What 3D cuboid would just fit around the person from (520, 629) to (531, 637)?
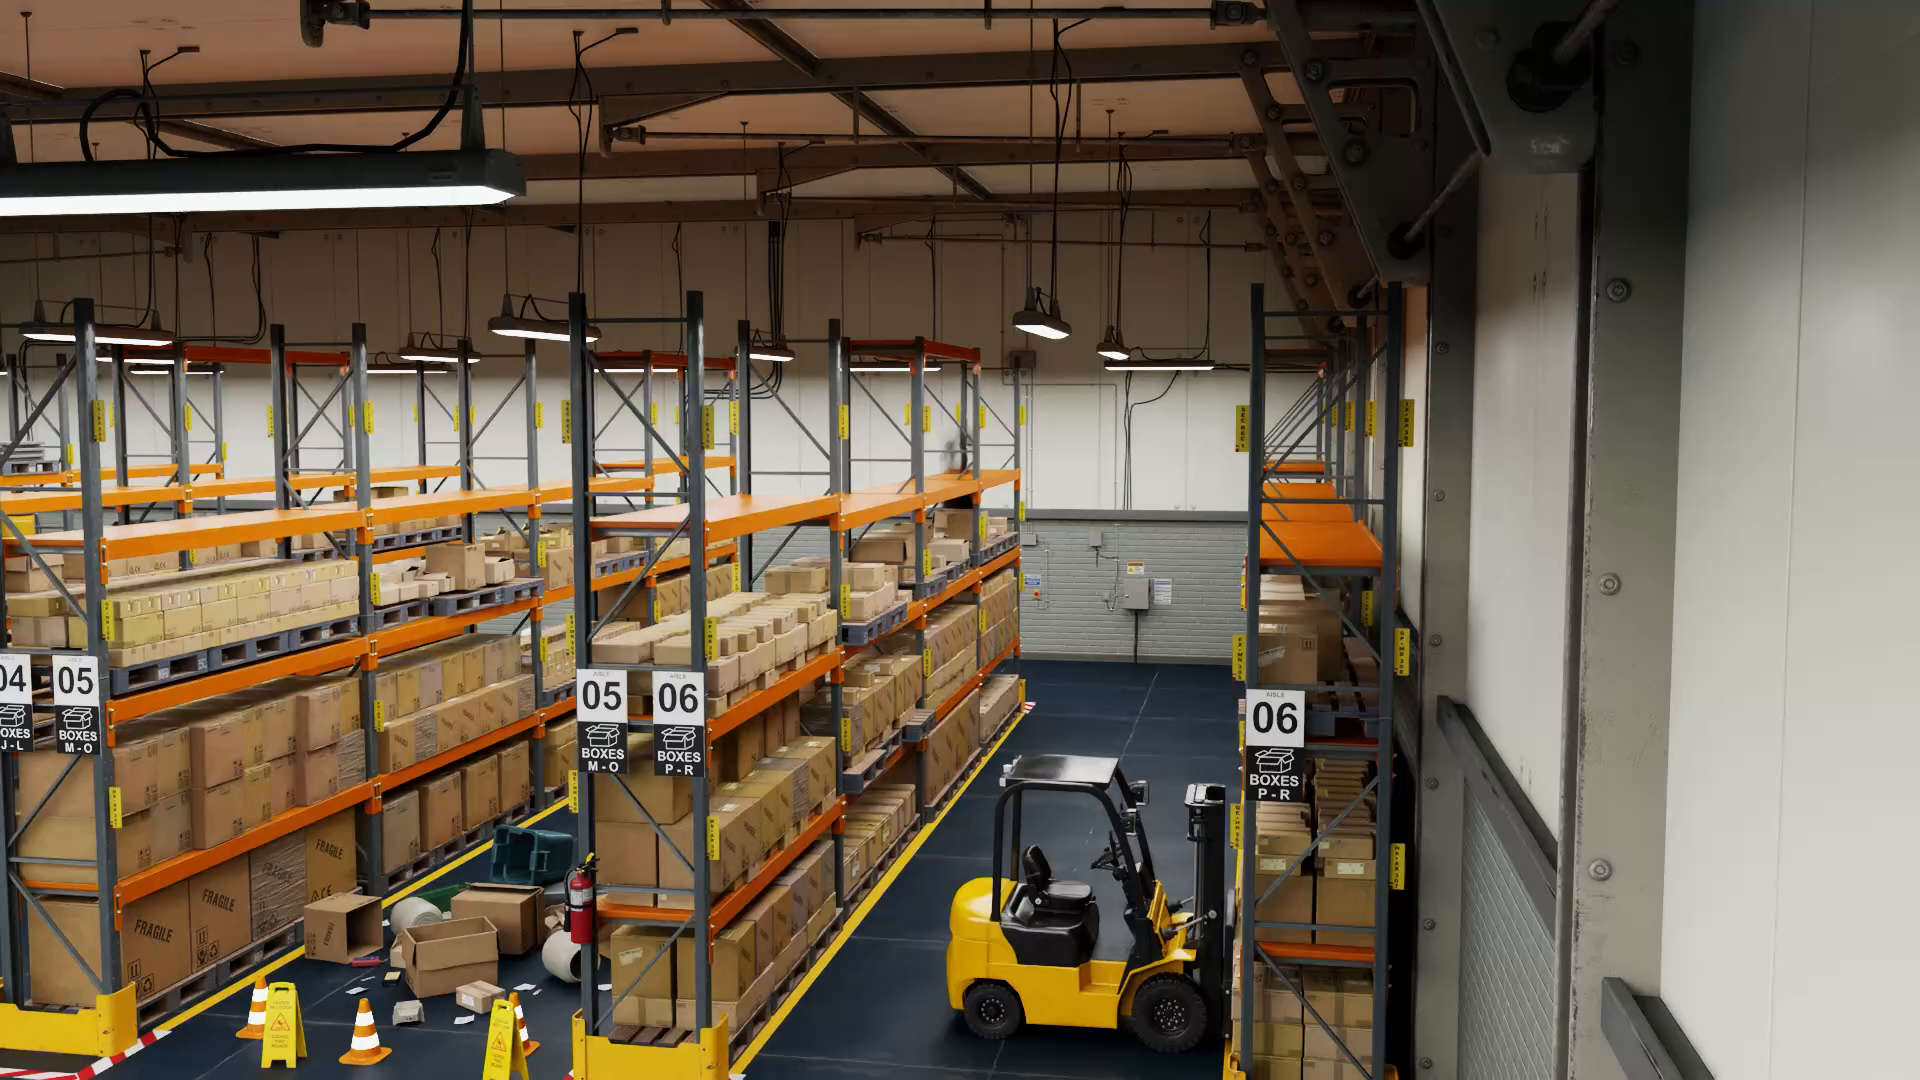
[{"bbox_3d":[-6.665,2.242,25.863,0.697,1.727,0.670,1,5,7],"label":"person"}]
